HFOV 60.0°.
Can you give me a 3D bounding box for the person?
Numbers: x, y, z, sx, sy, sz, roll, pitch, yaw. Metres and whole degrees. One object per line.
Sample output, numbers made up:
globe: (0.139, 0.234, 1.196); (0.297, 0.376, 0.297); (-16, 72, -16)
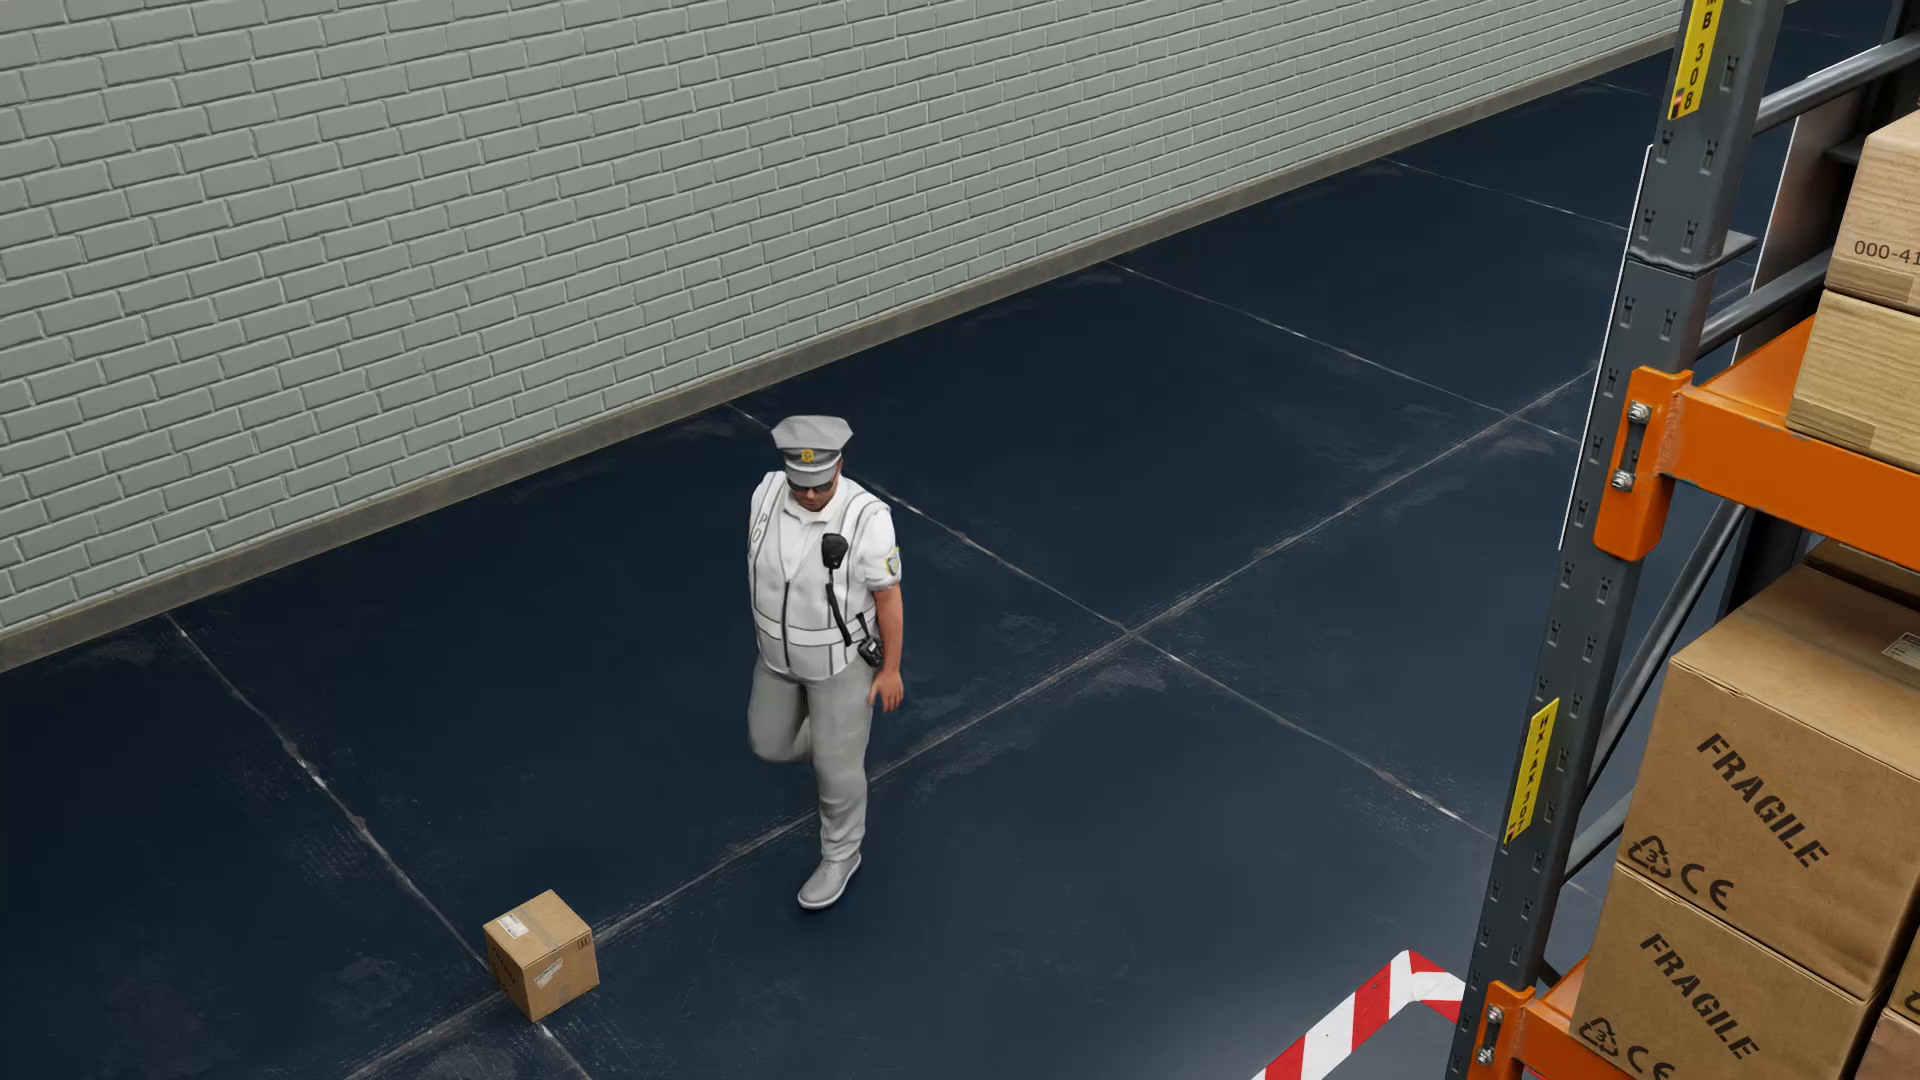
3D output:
person: (-0.454, 0.358, 5.524); (0.570, 1.733, 0.676); (15, 35, 23)
